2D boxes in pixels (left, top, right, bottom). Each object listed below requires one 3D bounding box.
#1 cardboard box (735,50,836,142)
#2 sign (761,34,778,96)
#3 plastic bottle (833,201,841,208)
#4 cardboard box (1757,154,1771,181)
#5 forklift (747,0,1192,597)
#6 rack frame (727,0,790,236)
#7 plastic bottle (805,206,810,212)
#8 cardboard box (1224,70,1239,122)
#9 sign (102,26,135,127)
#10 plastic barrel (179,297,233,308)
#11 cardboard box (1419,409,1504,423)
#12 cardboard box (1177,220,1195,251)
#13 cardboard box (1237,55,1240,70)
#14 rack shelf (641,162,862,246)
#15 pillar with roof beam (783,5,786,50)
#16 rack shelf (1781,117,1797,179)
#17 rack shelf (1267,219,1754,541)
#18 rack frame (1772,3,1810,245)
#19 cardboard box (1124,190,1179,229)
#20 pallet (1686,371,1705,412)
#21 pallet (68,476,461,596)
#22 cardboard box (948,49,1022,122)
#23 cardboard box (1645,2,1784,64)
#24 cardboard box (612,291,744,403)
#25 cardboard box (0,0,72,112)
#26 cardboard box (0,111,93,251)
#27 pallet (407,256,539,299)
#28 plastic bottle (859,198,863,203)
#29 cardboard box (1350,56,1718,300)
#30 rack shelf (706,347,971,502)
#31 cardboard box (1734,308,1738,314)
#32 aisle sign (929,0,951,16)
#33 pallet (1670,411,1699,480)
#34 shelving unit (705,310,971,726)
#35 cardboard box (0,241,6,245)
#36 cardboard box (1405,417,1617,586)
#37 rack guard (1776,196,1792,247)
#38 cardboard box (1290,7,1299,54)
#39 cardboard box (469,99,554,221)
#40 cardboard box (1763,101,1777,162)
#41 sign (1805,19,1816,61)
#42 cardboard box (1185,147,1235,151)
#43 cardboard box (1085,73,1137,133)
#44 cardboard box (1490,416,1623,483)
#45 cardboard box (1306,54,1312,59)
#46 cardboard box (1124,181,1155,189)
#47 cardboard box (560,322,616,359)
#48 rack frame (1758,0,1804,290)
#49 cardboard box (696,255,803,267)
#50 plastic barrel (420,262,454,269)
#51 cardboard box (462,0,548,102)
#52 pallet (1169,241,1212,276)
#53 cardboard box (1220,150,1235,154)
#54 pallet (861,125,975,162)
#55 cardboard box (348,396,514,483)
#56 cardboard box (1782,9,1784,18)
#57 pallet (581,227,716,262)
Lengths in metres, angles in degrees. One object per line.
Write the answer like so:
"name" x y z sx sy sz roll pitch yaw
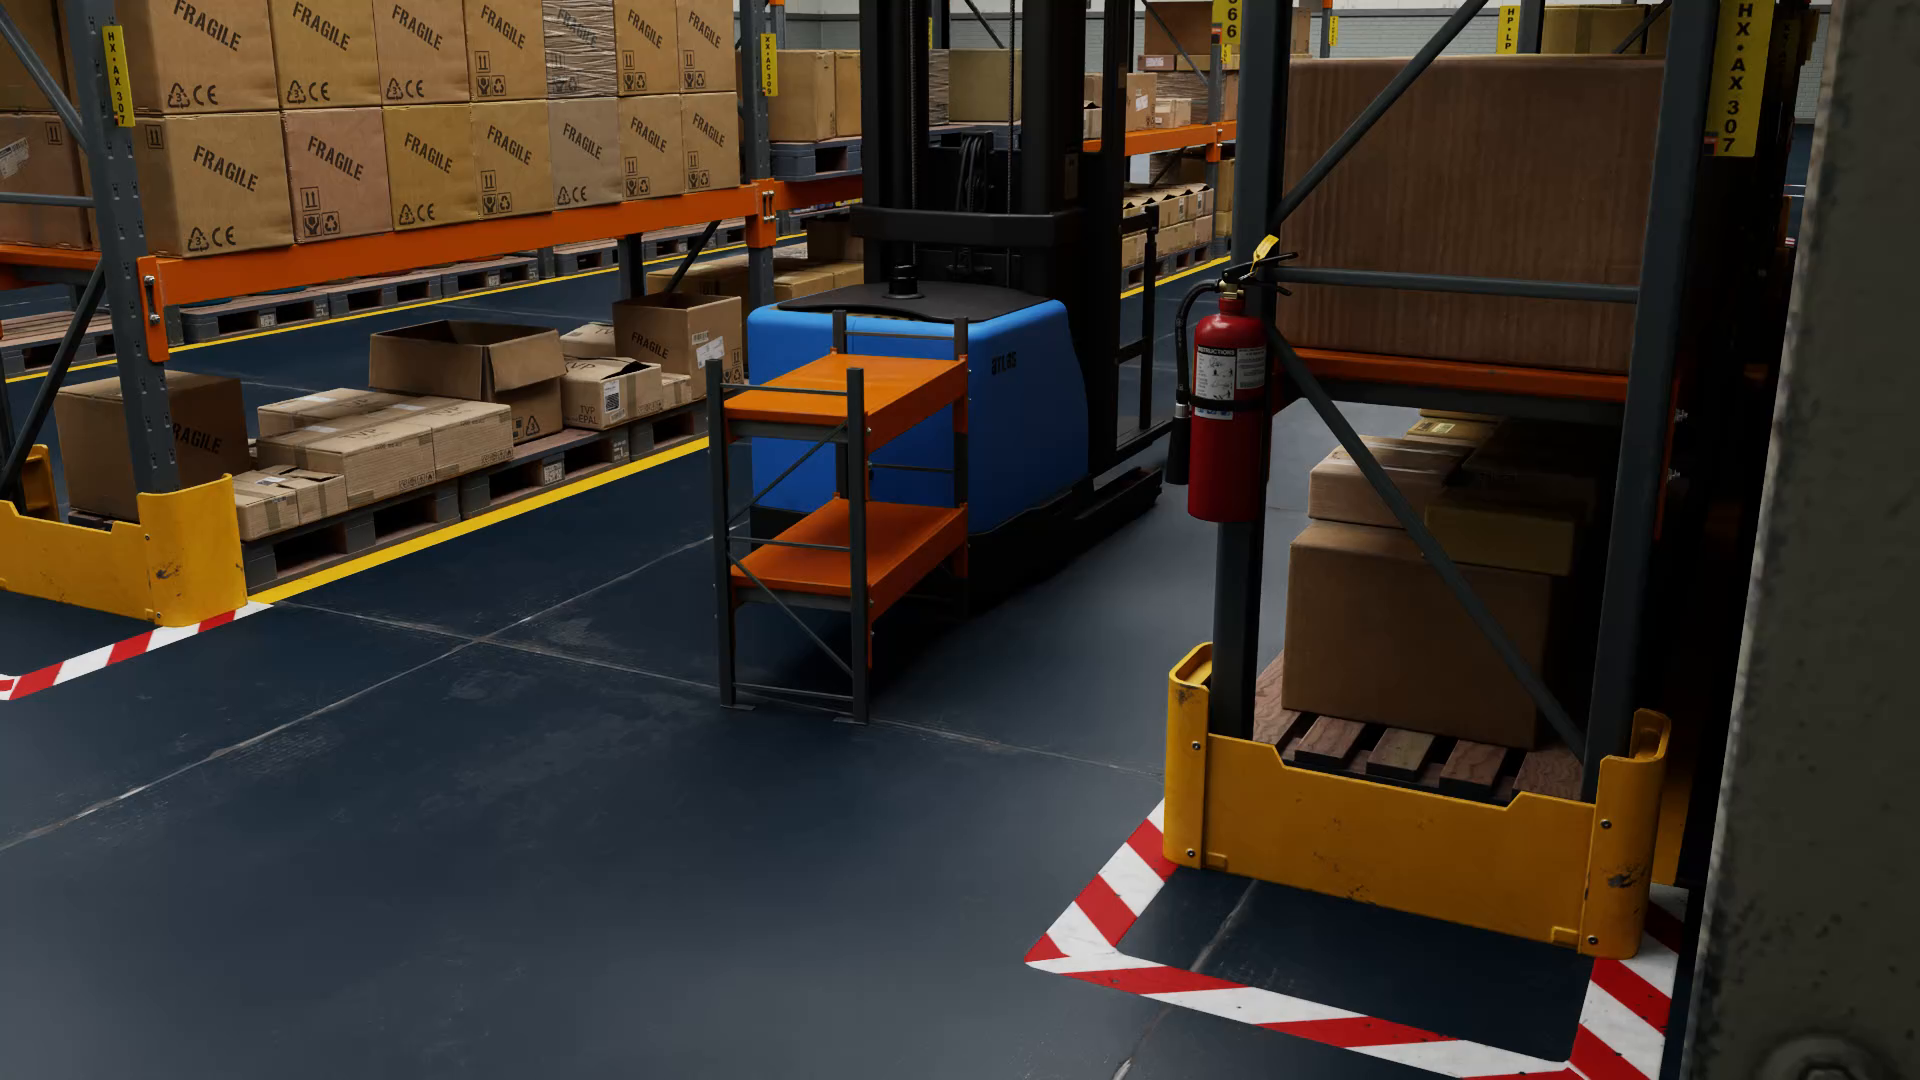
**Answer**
"cardboard box" -1.115 -2.571 9.608 0.700 0.500 0.500 2 17 7
"sign" -1.038 -2.577 9.022 0.100 0.325 0.005 8 18 25
"plastic bottle" -1.455 -4.045 19.481 0.061 0.283 0.133 9 19 28
"cardboard box" 4.379 -2.125 9.425 0.380 0.149 0.250 8 18 24
"forklift" 0.283 -1.565 7.255 1.130 2.935 3.031 8 18 26
"rack frame" -2.382 -4.898 18.357 1.000 3.000 0.127 8 18 25
"plastic bottle" -1.757 -3.845 18.953 0.097 0.201 0.097 0 17 0
"cardboard box" 2.470 -4.564 17.056 0.700 0.500 0.500 8 18 25
"sign" -2.829 -1.557 5.585 0.100 0.325 0.005 8 18 25
"plastic barrel" -5.698 -2.192 12.195 0.600 0.901 0.708 8 18 25
"cardboard box" 1.931 -0.540 6.196 0.380 0.149 0.250 8 18 24
"cardboard box" 1.894 -2.879 15.651 0.500 0.250 0.500 8 18 25
"cardboard box" 2.683 -4.867 16.936 0.380 0.149 0.250 8 18 25
"rack shelf" -0.633 -2.394 11.189 1.077 0.370 4.000 8 18 25
"pillar with roof beam" -2.194 -18.346 53.095 9.100 9.000 0.400 8 18 25
"rack shelf" 7.375 -3.803 15.931 1.077 0.370 4.000 8 18 25
"rack shelf" 2.013 -0.746 5.640 1.077 0.370 4.000 8 18 25
"rack frame" 8.268 -4.657 17.544 1.000 3.000 0.127 8 18 25
"cardboard box" 1.671 -3.019 15.138 0.500 0.311 0.500 8 18 25
"pallet" 3.728 -0.782 9.394 1.003 0.211 1.213 8 18 25
"pallet" -2.925 -0.096 7.087 1.003 0.211 1.213 8 18 25
"cardboard box" 0.080 -3.323 12.139 0.700 0.500 0.500 2 17 7
"cardboard box" 3.345 -2.244 7.369 0.500 0.250 0.500 9 19 27
"cardboard box" -1.528 -1.061 9.055 0.500 0.500 0.500 8 18 25
"cardboard box" -3.362 -1.886 6.284 0.500 0.500 0.500 8 18 25
"cardboard box" -3.358 -1.407 6.427 0.500 0.500 0.500 9 19 27
"pallet" -4.484 -2.337 14.630 1.003 0.211 1.213 8 18 25
"plastic bottle" -1.222 -4.203 20.026 0.152 0.276 0.135 8 18 24
"cardboard box" 1.653 -1.043 4.850 0.980 0.700 0.700 8 18 25
"rack shelf" -0.370 -0.403 5.488 0.538 0.278 1.000 5 17 17
"cardboard box" 5.303 -1.938 12.008 0.700 0.500 0.500 8 18 25
"aisle sign" -0.297 -7.144 21.352 0.394 0.787 0.004 8 18 25
"pallet" 3.184 -0.470 8.344 1.003 0.211 1.213 8 18 25
"shelving unit" -0.370 -0.123 5.571 0.538 1.125 1.048 5 17 17
"cardboard box" -9.333 -3.293 15.947 1.225 0.875 0.875 8 18 26
"cardboard box" 2.022 -0.168 6.083 0.700 0.500 0.500 9 19 27
"rack guard" 8.234 -3.439 17.834 1.175 0.500 0.348 8 18 25
"cardboard box" 3.361 -5.690 18.570 0.700 0.500 0.500 8 18 24
"cardboard box" -2.203 -1.725 7.496 0.500 0.500 0.500 8 18 26
"cardboard box" 4.031 -2.277 8.798 0.500 0.500 0.500 9 19 27
"sign" 6.979 -4.123 13.714 0.100 0.325 0.005 8 18 25
"cardboard box" 2.724 -4.039 18.237 0.500 0.500 0.500 8 18 25
"cardboard box" 1.231 -3.860 14.685 0.500 0.500 0.500 8 18 25
"cardboard box" 1.916 -0.287 5.344 0.380 0.149 0.250 8 18 26
"cardboard box" 3.835 -5.523 19.147 0.380 0.149 0.250 8 18 24
"cardboard box" 1.640 -3.346 16.236 0.500 0.311 0.500 8 18 26
"cardboard box" -1.908 -1.072 9.424 0.500 0.311 0.500 8 18 25
"rack frame" 6.481 -3.638 14.113 1.000 3.000 0.127 8 18 25
"cardboard box" -1.335 -1.529 10.631 0.500 0.500 0.500 8 18 26
"plastic barrel" -4.545 -2.606 14.272 0.421 0.512 0.421 0 17 0
"cardboard box" -2.199 -2.208 7.367 0.500 0.500 0.500 8 18 25
"pallet" 1.753 -2.738 15.981 1.003 0.211 1.213 8 18 25
"cardboard box" 2.982 -3.843 17.578 0.500 0.500 0.500 8 18 25
"pallet" -0.605 -2.660 11.159 1.003 0.211 1.213 8 18 25
"cardboard box" -2.371 -0.461 7.472 0.500 0.250 0.500 8 18 25
"cardboard box" 3.573 -2.378 7.821 0.500 0.250 0.500 8 18 26
"pallet" -3.242 -3.045 17.014 1.003 0.211 1.213 8 18 25
